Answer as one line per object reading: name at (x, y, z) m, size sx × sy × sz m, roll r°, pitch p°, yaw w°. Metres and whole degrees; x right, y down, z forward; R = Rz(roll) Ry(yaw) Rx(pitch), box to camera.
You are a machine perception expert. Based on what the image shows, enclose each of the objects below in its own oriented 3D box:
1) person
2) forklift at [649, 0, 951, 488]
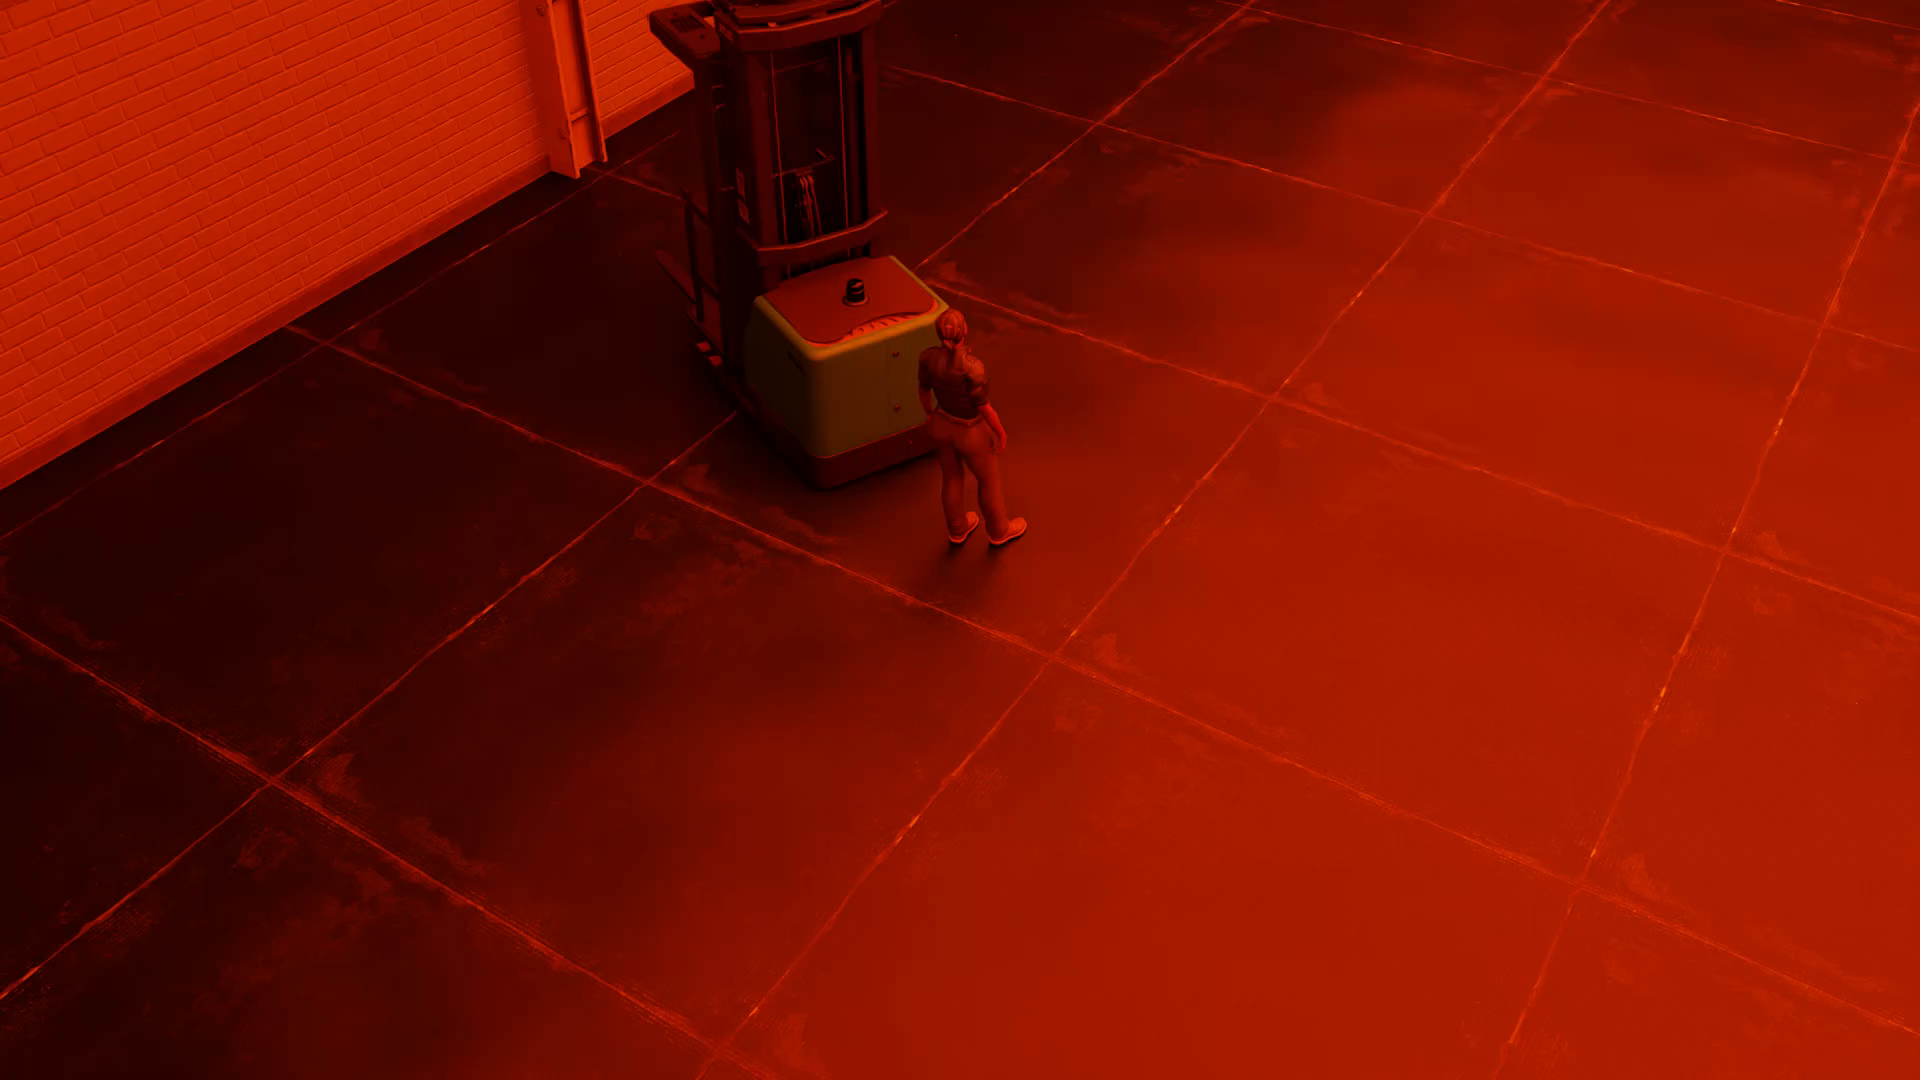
person at (0.064, -0.678, 9.743) m, size 0.570 × 1.657 × 0.502 m, roll 22°, pitch 45°, yaw 24°
forklift at (-1.224, -2.378, 10.774) m, size 1.130 × 2.935 × 3.031 m, roll -21°, pitch 45°, yaw -23°
